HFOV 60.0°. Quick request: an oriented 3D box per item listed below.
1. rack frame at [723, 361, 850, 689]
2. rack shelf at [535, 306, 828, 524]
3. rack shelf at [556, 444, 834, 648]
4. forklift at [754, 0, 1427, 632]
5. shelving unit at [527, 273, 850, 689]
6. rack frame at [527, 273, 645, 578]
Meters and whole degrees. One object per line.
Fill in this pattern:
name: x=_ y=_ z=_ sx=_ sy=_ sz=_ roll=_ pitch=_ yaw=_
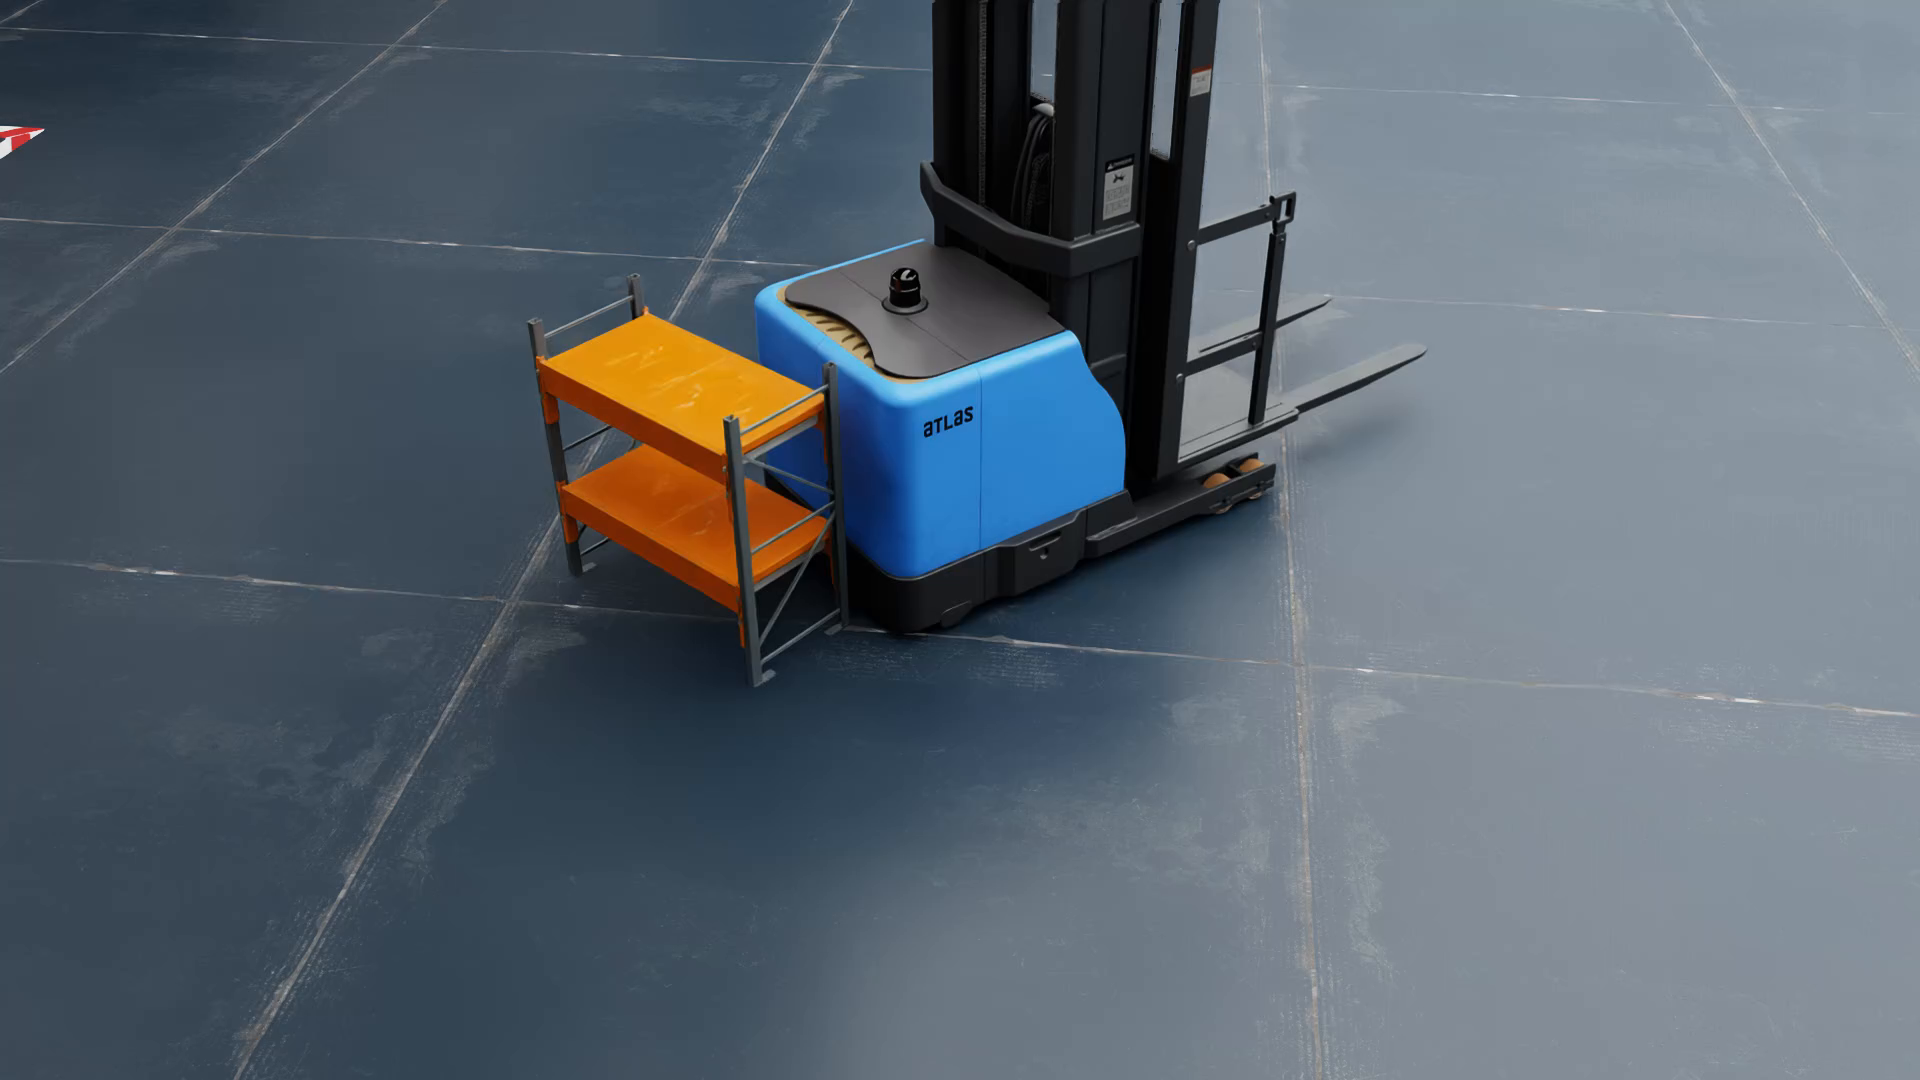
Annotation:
rack frame: x=-0.591 y=-0.038 z=5.834 sx=0.032 sy=1.125 sz=0.500 roll=26 pitch=43 yaw=32
rack shelf: x=-0.977 y=-0.468 z=5.934 sx=1.000 sy=0.278 sz=0.538 roll=26 pitch=43 yaw=32
rack shelf: x=-0.977 y=-0.031 z=6.246 sx=1.000 sy=0.278 sz=0.538 roll=26 pitch=43 yaw=32
forklift: x=0.709 y=-1.529 z=6.369 sx=3.031 sy=2.935 sz=1.130 roll=-23 pitch=41 yaw=-28
shelving unit: x=-0.977 y=-0.230 z=6.104 sx=1.048 sy=1.125 sz=0.538 roll=26 pitch=43 yaw=32
rack frame: x=-1.363 y=-0.422 z=6.373 sx=0.032 sy=1.125 sz=0.500 roll=26 pitch=43 yaw=32
